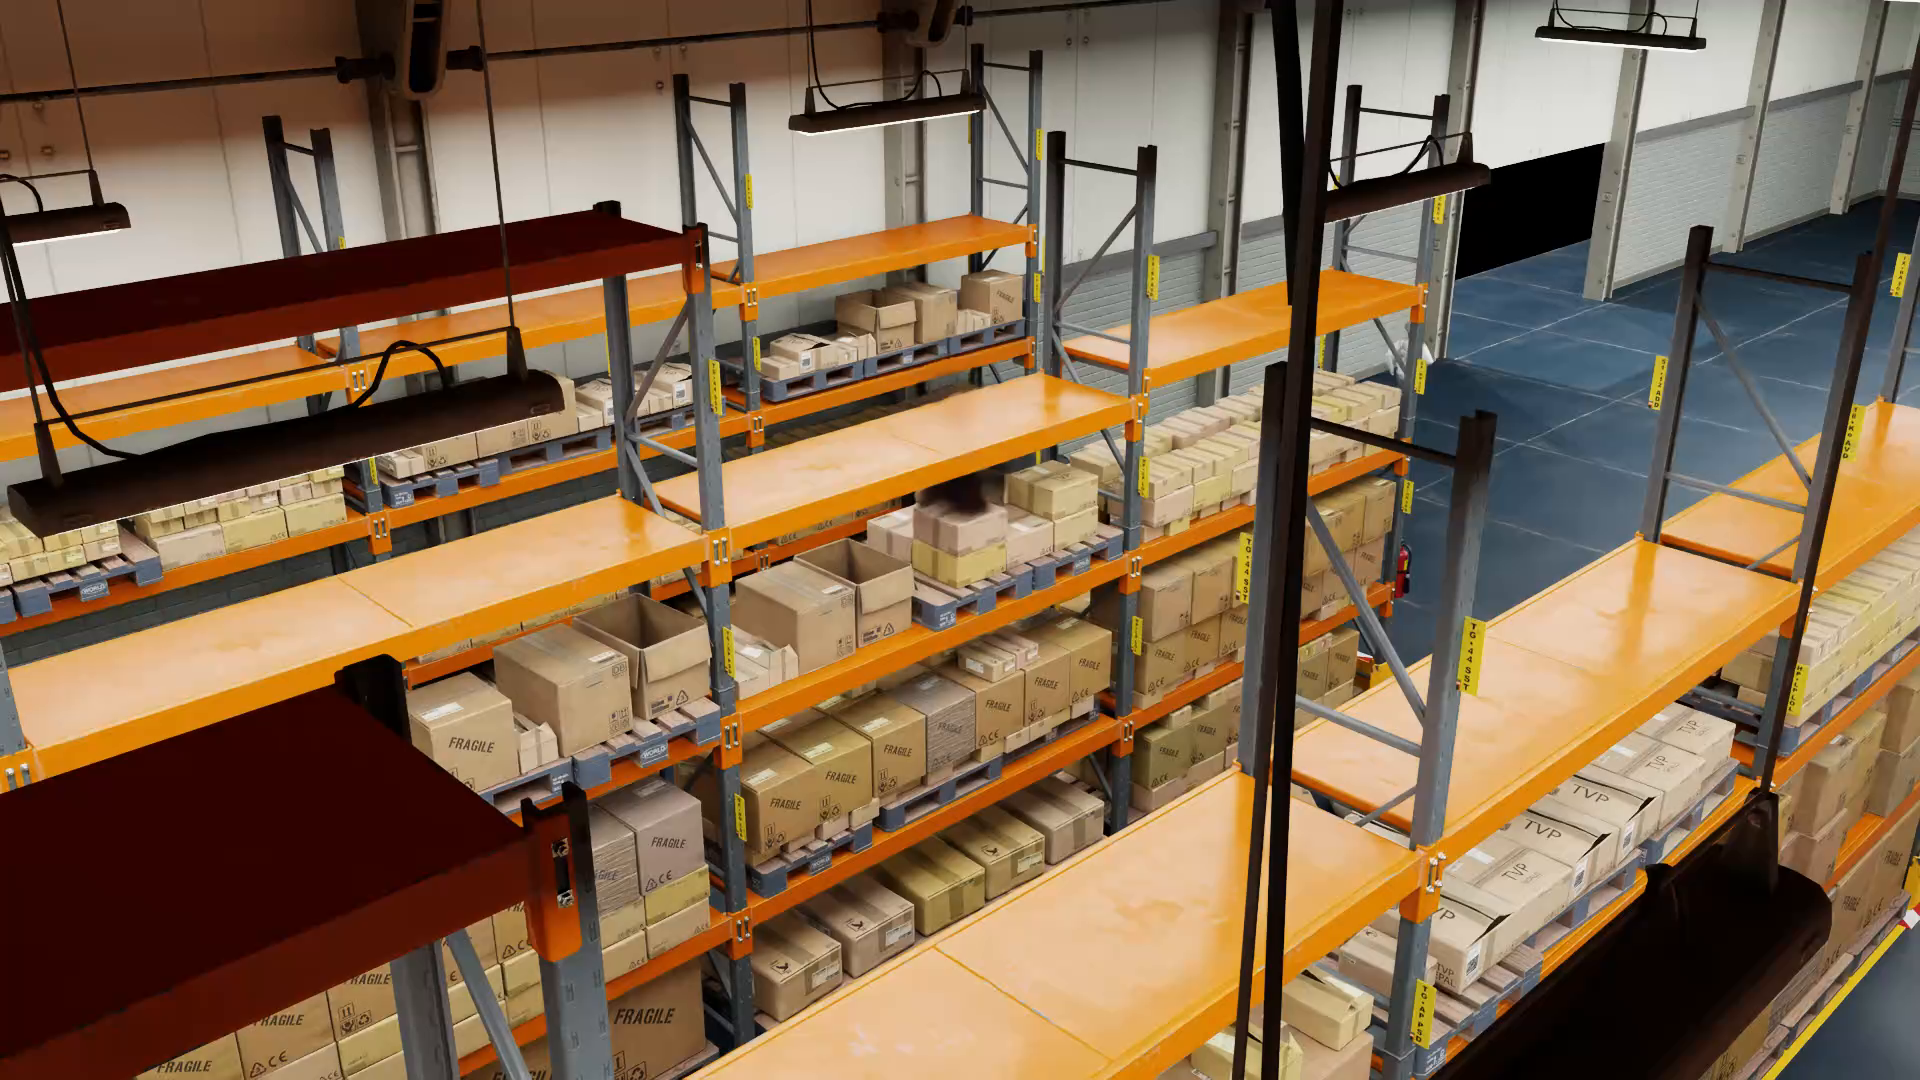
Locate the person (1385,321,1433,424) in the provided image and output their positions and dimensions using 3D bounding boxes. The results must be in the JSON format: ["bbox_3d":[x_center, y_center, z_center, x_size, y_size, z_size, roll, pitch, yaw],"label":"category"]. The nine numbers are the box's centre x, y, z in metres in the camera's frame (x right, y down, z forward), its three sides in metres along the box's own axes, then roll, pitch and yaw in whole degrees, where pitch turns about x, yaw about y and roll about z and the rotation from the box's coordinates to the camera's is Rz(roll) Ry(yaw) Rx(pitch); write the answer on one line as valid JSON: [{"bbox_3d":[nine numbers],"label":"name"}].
[{"bbox_3d":[6.567,-2.389,24.359,0.644,1.685,0.907,14,26,30],"label":"person"}]
